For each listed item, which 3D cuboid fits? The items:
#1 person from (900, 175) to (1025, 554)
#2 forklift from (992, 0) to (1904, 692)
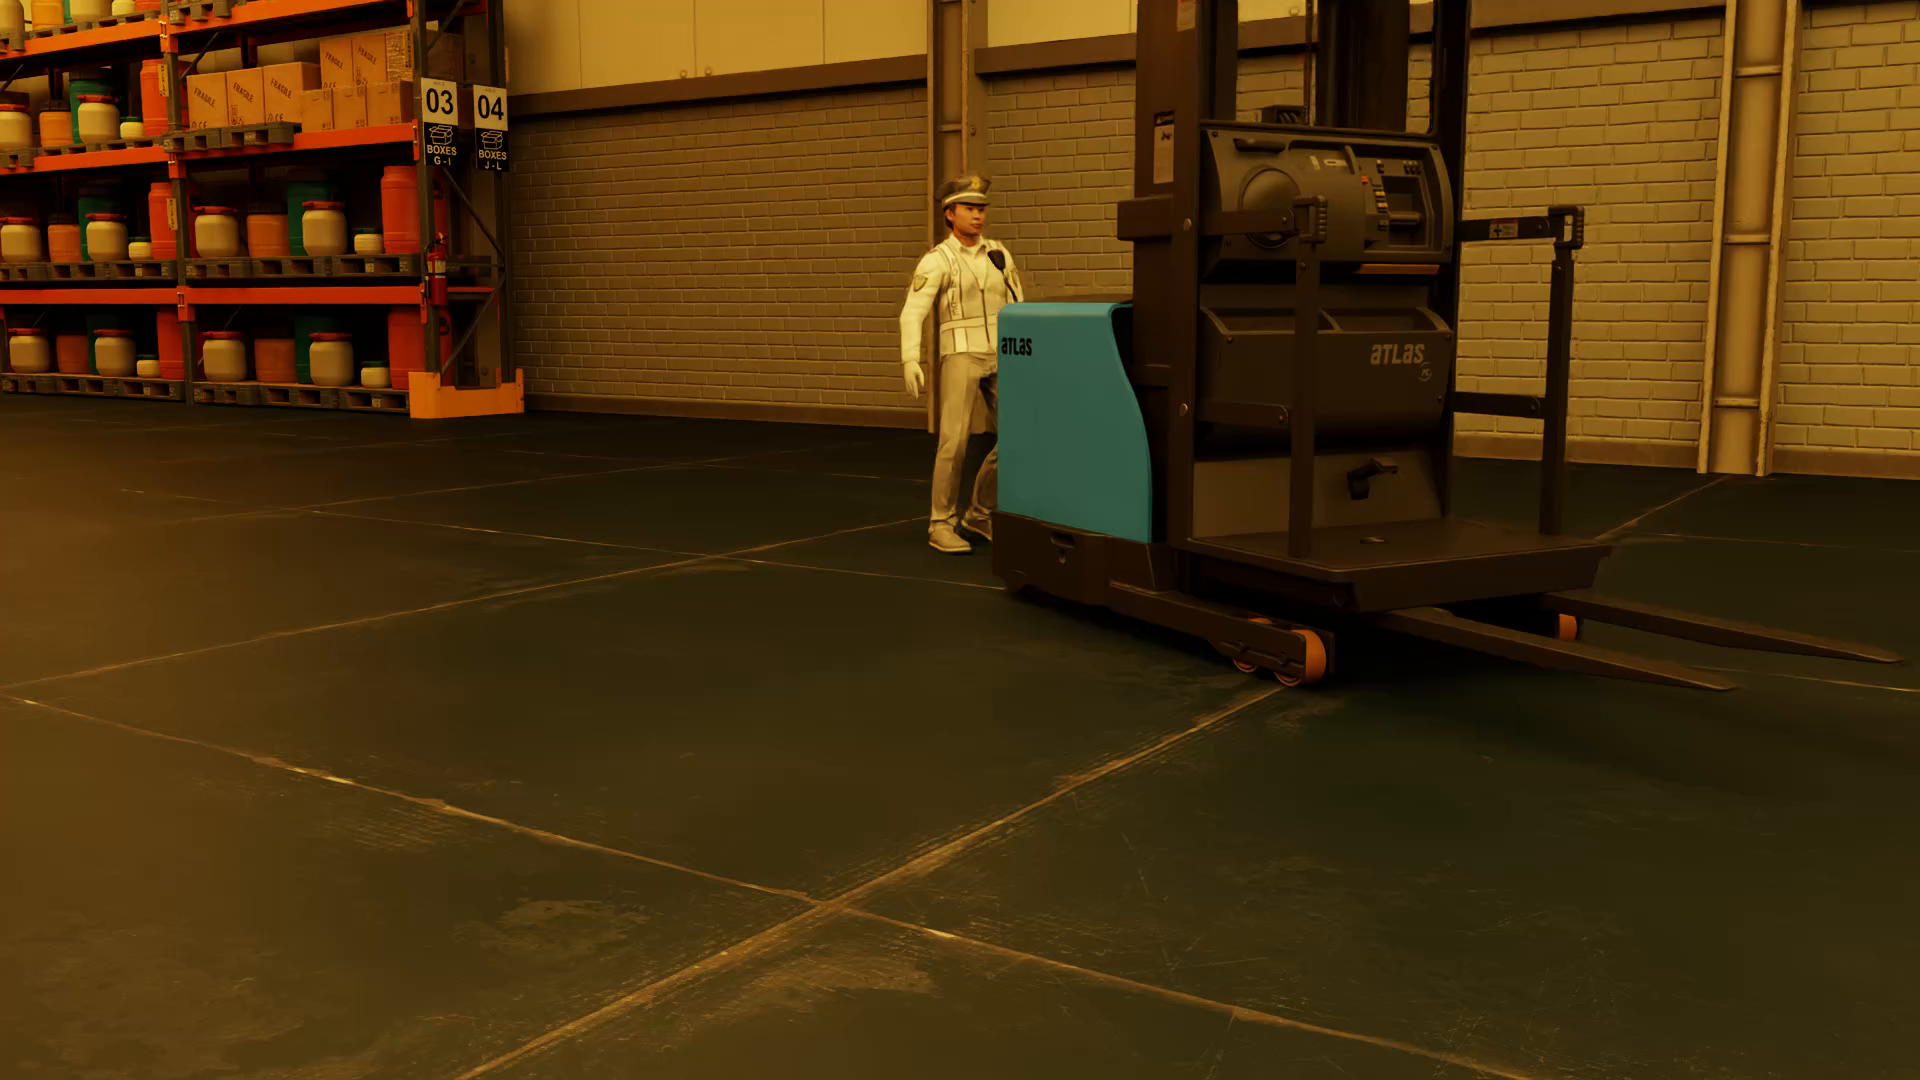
[{"bbox_3d":[0.064,-0.783,7.322,0.671,1.628,0.569,-3,9,-22],"label":"person"},{"bbox_3d":[1.264,-1.109,4.990,1.130,2.935,3.031,-4,9,-28],"label":"forklift"}]
